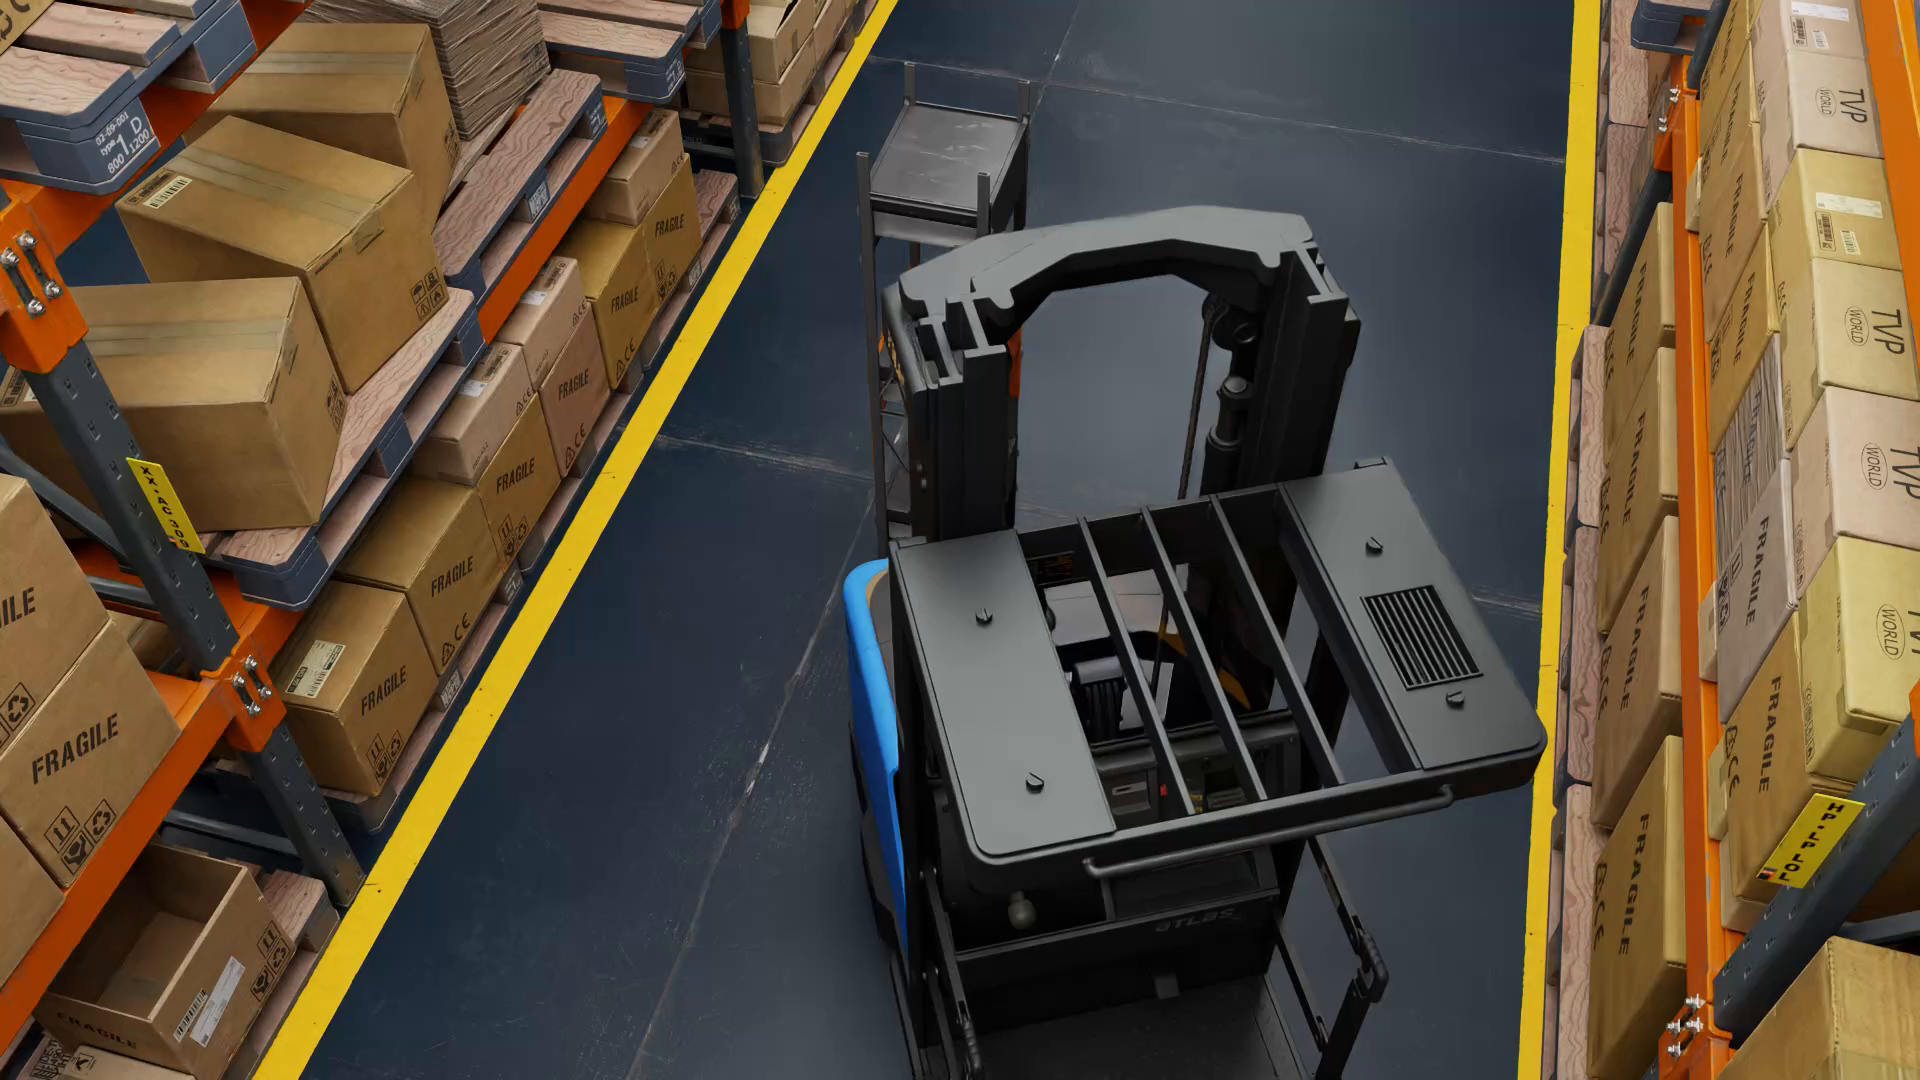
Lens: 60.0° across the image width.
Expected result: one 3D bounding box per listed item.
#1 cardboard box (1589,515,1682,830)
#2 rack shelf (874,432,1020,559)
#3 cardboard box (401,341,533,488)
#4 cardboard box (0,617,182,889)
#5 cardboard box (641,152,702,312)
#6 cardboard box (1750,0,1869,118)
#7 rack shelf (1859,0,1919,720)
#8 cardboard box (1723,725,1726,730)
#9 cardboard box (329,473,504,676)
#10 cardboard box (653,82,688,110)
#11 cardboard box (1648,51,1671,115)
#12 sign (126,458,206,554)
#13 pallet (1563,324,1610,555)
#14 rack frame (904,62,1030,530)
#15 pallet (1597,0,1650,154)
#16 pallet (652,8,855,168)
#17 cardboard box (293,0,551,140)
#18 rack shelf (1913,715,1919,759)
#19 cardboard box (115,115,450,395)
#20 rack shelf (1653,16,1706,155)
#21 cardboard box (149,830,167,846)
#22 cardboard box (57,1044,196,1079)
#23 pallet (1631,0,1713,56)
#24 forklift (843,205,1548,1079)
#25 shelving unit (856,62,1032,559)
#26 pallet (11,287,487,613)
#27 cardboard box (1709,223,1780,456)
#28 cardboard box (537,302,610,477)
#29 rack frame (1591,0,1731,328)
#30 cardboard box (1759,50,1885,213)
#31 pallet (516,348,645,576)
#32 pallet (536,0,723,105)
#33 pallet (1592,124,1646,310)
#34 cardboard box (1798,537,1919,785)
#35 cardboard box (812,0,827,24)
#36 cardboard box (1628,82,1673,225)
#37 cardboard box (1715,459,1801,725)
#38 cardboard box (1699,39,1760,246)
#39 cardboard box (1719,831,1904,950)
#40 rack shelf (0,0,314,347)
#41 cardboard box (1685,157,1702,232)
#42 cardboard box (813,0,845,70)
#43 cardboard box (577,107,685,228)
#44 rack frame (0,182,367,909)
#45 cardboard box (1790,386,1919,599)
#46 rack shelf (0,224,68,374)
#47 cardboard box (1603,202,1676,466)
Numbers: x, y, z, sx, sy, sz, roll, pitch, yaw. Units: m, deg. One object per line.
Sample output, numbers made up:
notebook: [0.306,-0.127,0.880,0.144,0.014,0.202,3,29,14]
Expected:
cardboard box: [2.543,0.510,5.372,0.750,0.750,0.750,13,50,11]
rack shelf: [-0.044,-0.103,6.311,0.431,0.518,0.480,12,50,10]
cardboard box: [-1.889,-0.490,5.974,0.500,0.250,0.500,12,50,10]
cardboard box: [-2.398,0.481,4.177,0.500,0.500,0.500,12,50,11]
cardboard box: [-1.481,-1.387,7.266,0.500,0.500,0.500,13,50,12]
cardboard box: [2.810,-1.537,5.246,0.500,0.250,0.500,11,49,10]
rack shelf: [2.792,-1.125,4.140,1.077,0.370,4.000,12,50,10]
cardboard box: [2.237,0.487,4.393,0.380,0.149,0.250,13,50,11]
cardboard box: [-2.022,0.093,5.959,0.500,0.500,0.500,12,50,11]
cardboard box: [-1.558,-2.449,8.384,0.500,0.250,0.500,13,50,11]
cardboard box: [3.809,-2.381,8.143,0.700,0.500,0.500,11,50,10]
sign: [-1.989,-0.083,4.164,0.100,0.325,0.005,12,50,10]
pallet: [3.038,-0.339,6.827,1.003,0.211,1.213,12,50,10]
rack frame: [0.021,-0.752,5.932,0.400,2.100,0.015,12,50,10]
pallet: [3.849,-2.339,8.592,1.003,0.211,1.213,12,50,10]
pallet: [-1.207,-2.457,8.696,1.003,0.211,1.213,12,50,10]
cardboard box: [-1.943,-1.862,5.965,0.700,0.500,0.500,20,52,17]
rack shelf: [1.739,1.769,1.586,1.077,0.370,4.000,12,50,10]
cardboard box: [-2.054,-0.879,5.097,0.700,0.500,0.500,19,51,16]
rack shelf: [3.845,-3.025,7.818,1.077,0.370,4.000,12,50,10]
cardboard box: [-2.833,1.107,5.191,0.500,0.311,0.500,12,50,10]
cardboard box: [-2.431,1.651,4.819,0.380,0.149,0.250,12,50,10]
pallet: [3.403,-2.290,6.817,1.213,0.211,1.003,12,50,10]
forklift: [0.451,0.815,3.995,1.130,2.935,3.031,-10,49,-9]
shelving unit: [-0.044,-0.575,5.776,0.431,2.100,0.503,12,50,10]
pallet: [-2.199,-0.391,5.142,1.003,0.211,1.213,12,50,10]
cardboard box: [2.536,-0.540,4.866,0.500,0.500,0.500,13,50,11]
cardboard box: [-1.750,-0.632,6.600,0.500,0.500,0.500,10,49,9]
rack frame: [3.319,-1.817,6.272,1.000,3.000,0.127,12,50,10]
cardboard box: [2.682,-1.174,4.926,0.500,0.250,0.500,12,50,10]
pallet: [-2.017,-0.457,6.931,1.003,0.211,1.213,12,50,10]
pallet: [-1.572,-2.224,6.759,1.213,0.211,1.003,12,50,10]
pallet: [3.526,-1.459,7.816,1.003,0.211,1.213,12,50,10]
cardboard box: [2.142,0.302,3.623,0.500,0.250,0.500,13,50,11]
cardboard box: [-0.910,-2.909,8.415,0.500,0.311,0.500,10,49,9]
cardboard box: [3.458,-1.666,7.513,0.700,0.500,0.500,12,50,11]
cardboard box: [2.269,0.184,4.228,0.500,0.500,0.500,12,50,10]
cardboard box: [2.797,-1.277,5.517,0.500,0.500,0.500,13,50,11]
cardboard box: [2.082,0.853,4.070,0.380,0.149,0.250,12,50,10]
rack shelf: [-1.988,-2.099,5.000,1.077,0.370,4.000,12,50,10]
cardboard box: [2.782,-1.192,5.874,0.380,0.149,0.250,13,50,11]
cardboard box: [-0.909,-2.705,8.610,0.500,0.250,0.500,10,49,9]
cardboard box: [-1.492,-1.594,6.948,0.500,0.250,0.500,13,50,11]
rack frame: [-2.514,0.102,4.578,1.000,3.000,0.127,12,50,10]
cardboard box: [2.286,-0.066,3.948,0.500,0.250,0.500,13,50,11]
rack shelf: [-3.041,0.794,2.447,1.077,0.370,4.000,12,50,10]
cardboard box: [2.998,-0.738,6.474,0.750,0.750,0.750,11,49,10]
